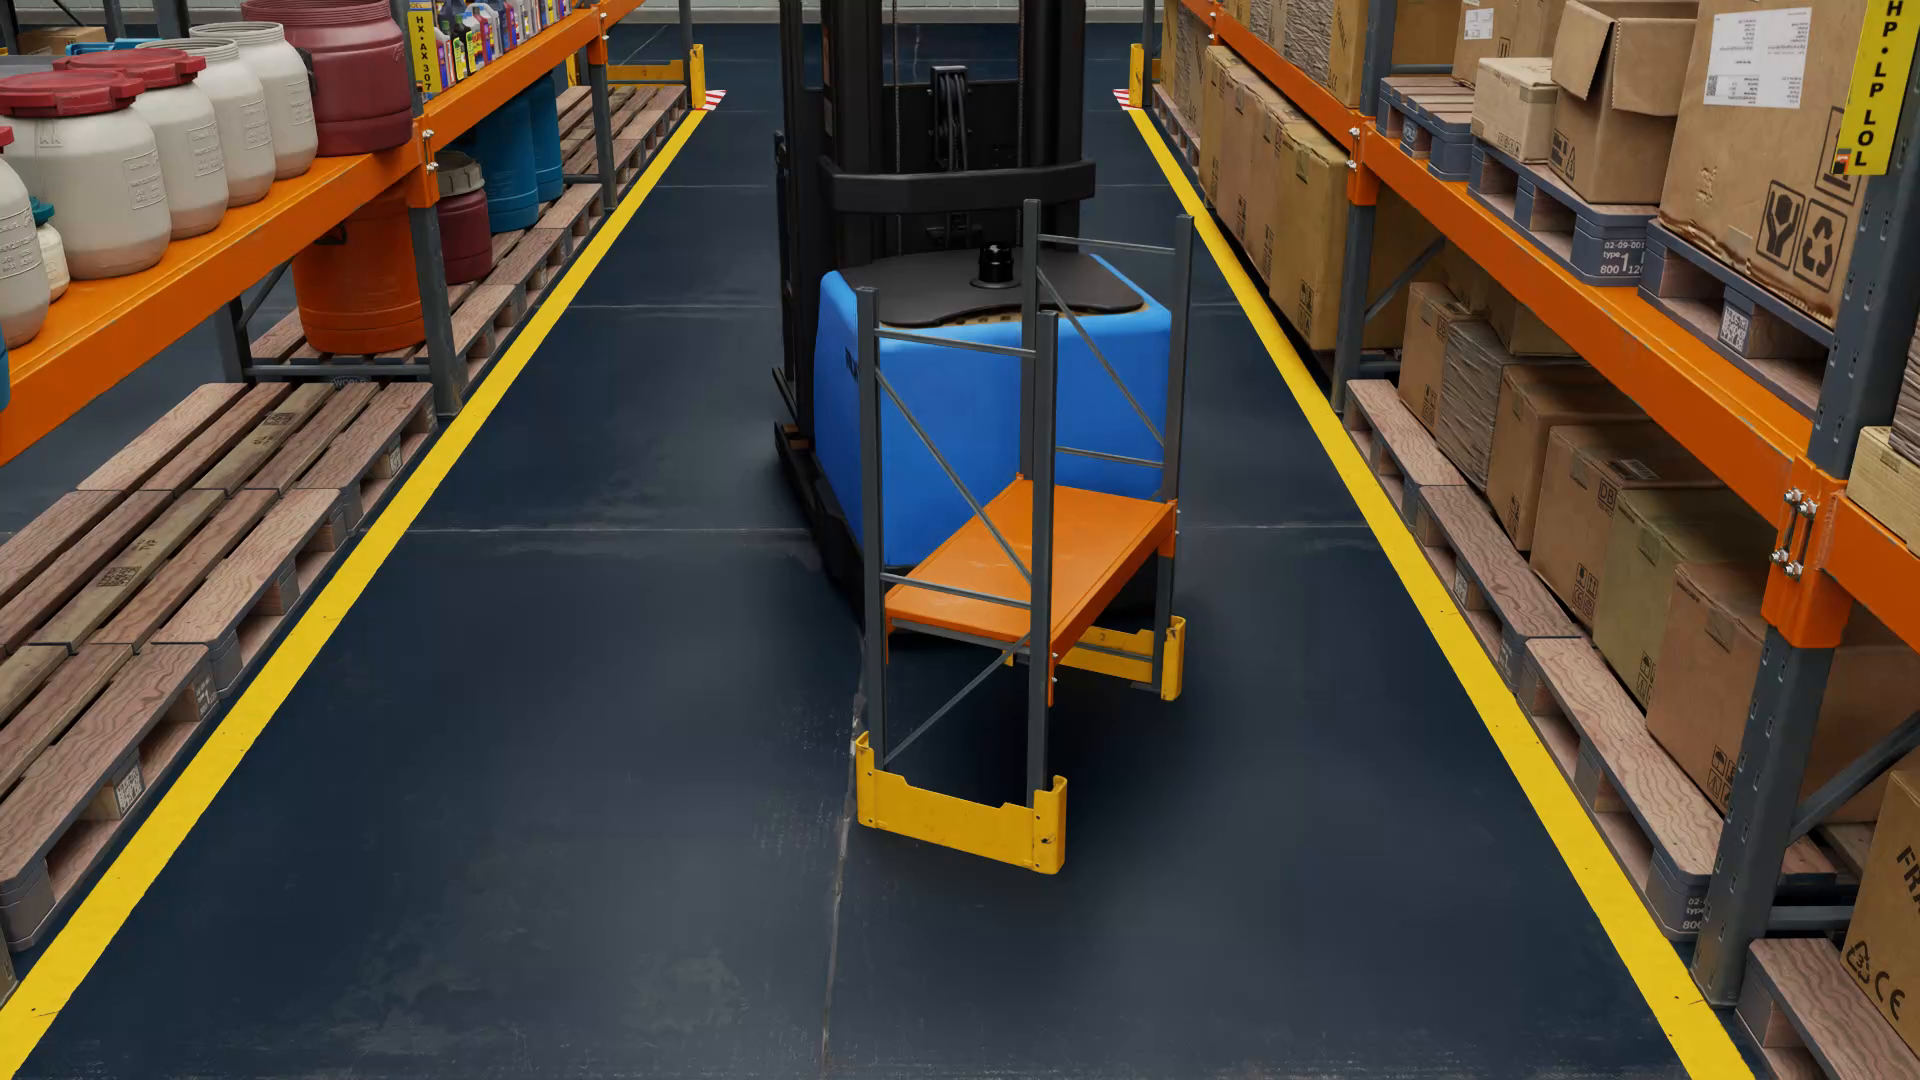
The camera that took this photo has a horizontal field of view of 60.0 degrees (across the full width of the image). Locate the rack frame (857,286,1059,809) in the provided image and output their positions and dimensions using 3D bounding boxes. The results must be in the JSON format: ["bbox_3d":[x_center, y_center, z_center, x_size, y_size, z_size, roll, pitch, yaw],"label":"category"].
[{"bbox_3d":[-0.010,0.131,4.140,0.500,1.500,0.032,11,26,22],"label":"rack frame"}]

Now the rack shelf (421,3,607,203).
[{"bbox_3d":[-2.782,-2.431,8.858,1.077,0.370,4.000,0,24,-1],"label":"rack shelf"}]

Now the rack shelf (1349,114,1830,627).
[{"bbox_3d":[2.214,-0.805,5.263,1.077,0.370,4.000,0,24,-1],"label":"rack shelf"}]

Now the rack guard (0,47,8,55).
[{"bbox_3d":[-7.800,-4.040,14.576,1.175,0.500,0.348,0,24,-1],"label":"rack guard"}]

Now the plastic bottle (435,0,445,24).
[{"bbox_3d":[-3.052,-3.157,9.832,0.097,0.201,0.097,0,24,0],"label":"plastic bottle"}]

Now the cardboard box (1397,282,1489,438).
[{"bbox_3d":[2.219,-0.742,6.751,0.700,0.500,0.500,-2,24,-3],"label":"cardboard box"}]

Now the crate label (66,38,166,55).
[{"bbox_3d":[-3.020,-1.540,5.973,0.502,0.435,0.616,0,24,-1],"label":"crate label"}]

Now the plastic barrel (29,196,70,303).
[{"bbox_3d":[-2.578,-0.770,4.479,0.301,0.262,0.301,0,24,0],"label":"plastic barrel"}]

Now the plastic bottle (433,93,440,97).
[{"bbox_3d":[-2.417,-2.112,7.521,0.097,0.201,0.097,0,24,0],"label":"plastic bottle"}]

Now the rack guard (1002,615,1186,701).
[{"bbox_3d":[0.414,0.320,5.238,0.587,0.250,0.087,11,26,22],"label":"rack guard"}]

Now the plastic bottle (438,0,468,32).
[{"bbox_3d":[-2.606,-2.673,8.580,0.144,0.351,0.185,0,24,-1],"label":"plastic bottle"}]

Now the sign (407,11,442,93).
[{"bbox_3d":[-2.211,-2.014,6.866,0.100,0.325,0.005,0,24,-1],"label":"sign"}]

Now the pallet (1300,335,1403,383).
[{"bbox_3d":[2.259,-1.012,8.231,1.003,0.211,1.213,0,24,-1],"label":"pallet"}]

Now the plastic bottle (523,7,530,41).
[{"bbox_3d":[-2.437,-2.870,9.197,0.097,0.201,0.097,0,24,0],"label":"plastic bottle"}]

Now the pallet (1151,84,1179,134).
[{"bbox_3d":[2.192,-3.654,14.073,1.003,0.211,1.213,0,24,-1],"label":"pallet"}]

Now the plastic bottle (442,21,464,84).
[{"bbox_3d":[-2.403,-2.307,7.853,0.061,0.283,0.133,0,24,-1],"label":"plastic bottle"}]

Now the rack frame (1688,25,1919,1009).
[{"bbox_3d":[2.236,-0.309,3.293,1.000,3.000,0.127,0,24,-1],"label":"rack frame"}]

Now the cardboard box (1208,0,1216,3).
[{"bbox_3d":[1.818,-3.615,10.908,0.380,0.149,0.250,0,24,0],"label":"cardboard box"}]

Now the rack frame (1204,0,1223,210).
[{"bbox_3d":[2.148,-3.605,10.581,1.000,3.000,0.127,0,24,-1],"label":"rack frame"}]

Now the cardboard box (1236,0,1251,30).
[{"bbox_3d":[1.910,-3.253,9.681,0.500,0.500,0.500,0,24,0],"label":"cardboard box"}]

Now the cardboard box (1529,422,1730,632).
[{"bbox_3d":[2.258,-0.051,5.221,0.700,0.500,0.500,-2,24,-5],"label":"cardboard box"}]

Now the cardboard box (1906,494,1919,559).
[{"bbox_3d":[1.927,-0.001,2.918,0.380,0.149,0.250,0,24,-1],"label":"cardboard box"}]

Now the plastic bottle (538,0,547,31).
[{"bbox_3d":[-2.465,-3.107,9.540,0.144,0.351,0.185,0,24,-1],"label":"plastic bottle"}]

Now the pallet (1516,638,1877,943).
[{"bbox_3d":[2.226,0.641,4.577,1.003,0.211,1.213,0,24,-1],"label":"pallet"}]

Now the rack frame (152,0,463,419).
[{"bbox_3d":[-2.761,-1.935,6.888,1.000,3.000,0.127,0,24,-1],"label":"rack frame"}]

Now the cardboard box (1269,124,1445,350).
[{"bbox_3d":[2.205,-1.465,7.917,1.225,0.875,0.875,-1,24,-3],"label":"cardboard box"}]

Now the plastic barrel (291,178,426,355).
[{"bbox_3d":[-2.783,-1.339,7.694,0.600,0.830,0.708,0,24,-1],"label":"plastic barrel"}]

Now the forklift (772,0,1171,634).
[{"bbox_3d":[-0.153,-1.611,6.256,1.130,2.935,3.031,-6,25,-13],"label":"forklift"}]

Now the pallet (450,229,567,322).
[{"bbox_3d":[-2.821,-1.490,9.289,1.003,0.211,1.213,0,24,-1],"label":"pallet"}]

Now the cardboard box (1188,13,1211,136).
[{"bbox_3d":[2.211,-3.472,12.355,0.875,0.875,0.875,0,24,-1],"label":"cardboard box"}]

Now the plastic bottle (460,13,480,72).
[{"bbox_3d":[-2.425,-2.444,8.171,0.097,0.271,0.097,0,24,0],"label":"plastic bottle"}]

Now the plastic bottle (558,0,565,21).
[{"bbox_3d":[-2.429,-3.274,9.990,0.061,0.283,0.133,0,24,-1],"label":"plastic bottle"}]

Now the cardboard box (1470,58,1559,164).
[{"bbox_3d":[1.980,-1.388,5.352,0.500,0.250,0.500,-1,24,-2],"label":"cardboard box"}]

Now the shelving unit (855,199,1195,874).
[{"bbox_3d":[0.206,-0.063,4.569,0.587,1.500,1.083,11,26,22],"label":"shelving unit"}]

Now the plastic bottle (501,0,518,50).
[{"bbox_3d":[-2.415,-2.764,8.864,0.061,0.283,0.133,0,24,-1],"label":"plastic bottle"}]

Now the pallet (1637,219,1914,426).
[{"bbox_3d":[2.373,-0.537,4.030,1.003,0.211,1.213,0,24,-1],"label":"pallet"}]

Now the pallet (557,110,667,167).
[{"bbox_3d":[-2.867,-3.119,12.891,1.003,0.211,1.213,0,24,-1],"label":"pallet"}]

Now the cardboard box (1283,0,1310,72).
[{"bbox_3d":[1.930,-2.624,8.291,0.500,0.500,0.500,-1,24,-2],"label":"cardboard box"}]

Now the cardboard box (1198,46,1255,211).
[{"bbox_3d":[2.175,-2.565,10.350,1.225,0.875,0.875,0,24,0],"label":"cardboard box"}]

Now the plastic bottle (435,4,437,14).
[{"bbox_3d":[-3.176,-3.183,9.799,0.152,0.276,0.135,0,24,-1],"label":"plastic bottle"}]

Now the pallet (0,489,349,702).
[{"bbox_3d":[-2.781,0.157,5.647,1.003,0.211,1.213,0,24,-1],"label":"pallet"}]

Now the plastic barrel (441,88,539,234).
[{"bbox_3d":[-2.808,-2.302,9.737,0.600,0.901,0.708,0,24,-1],"label":"plastic barrel"}]

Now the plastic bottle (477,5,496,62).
[{"bbox_3d":[-2.429,-2.580,8.470,0.097,0.271,0.097,0,24,0],"label":"plastic bottle"}]

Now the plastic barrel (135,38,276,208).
[{"bbox_3d":[-2.531,-1.389,5.546,0.421,0.512,0.421,0,24,0],"label":"plastic barrel"}]

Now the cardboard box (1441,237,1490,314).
[{"bbox_3d":[2.229,-1.084,6.597,0.500,0.250,0.500,1,24,2],"label":"cardboard box"}]
